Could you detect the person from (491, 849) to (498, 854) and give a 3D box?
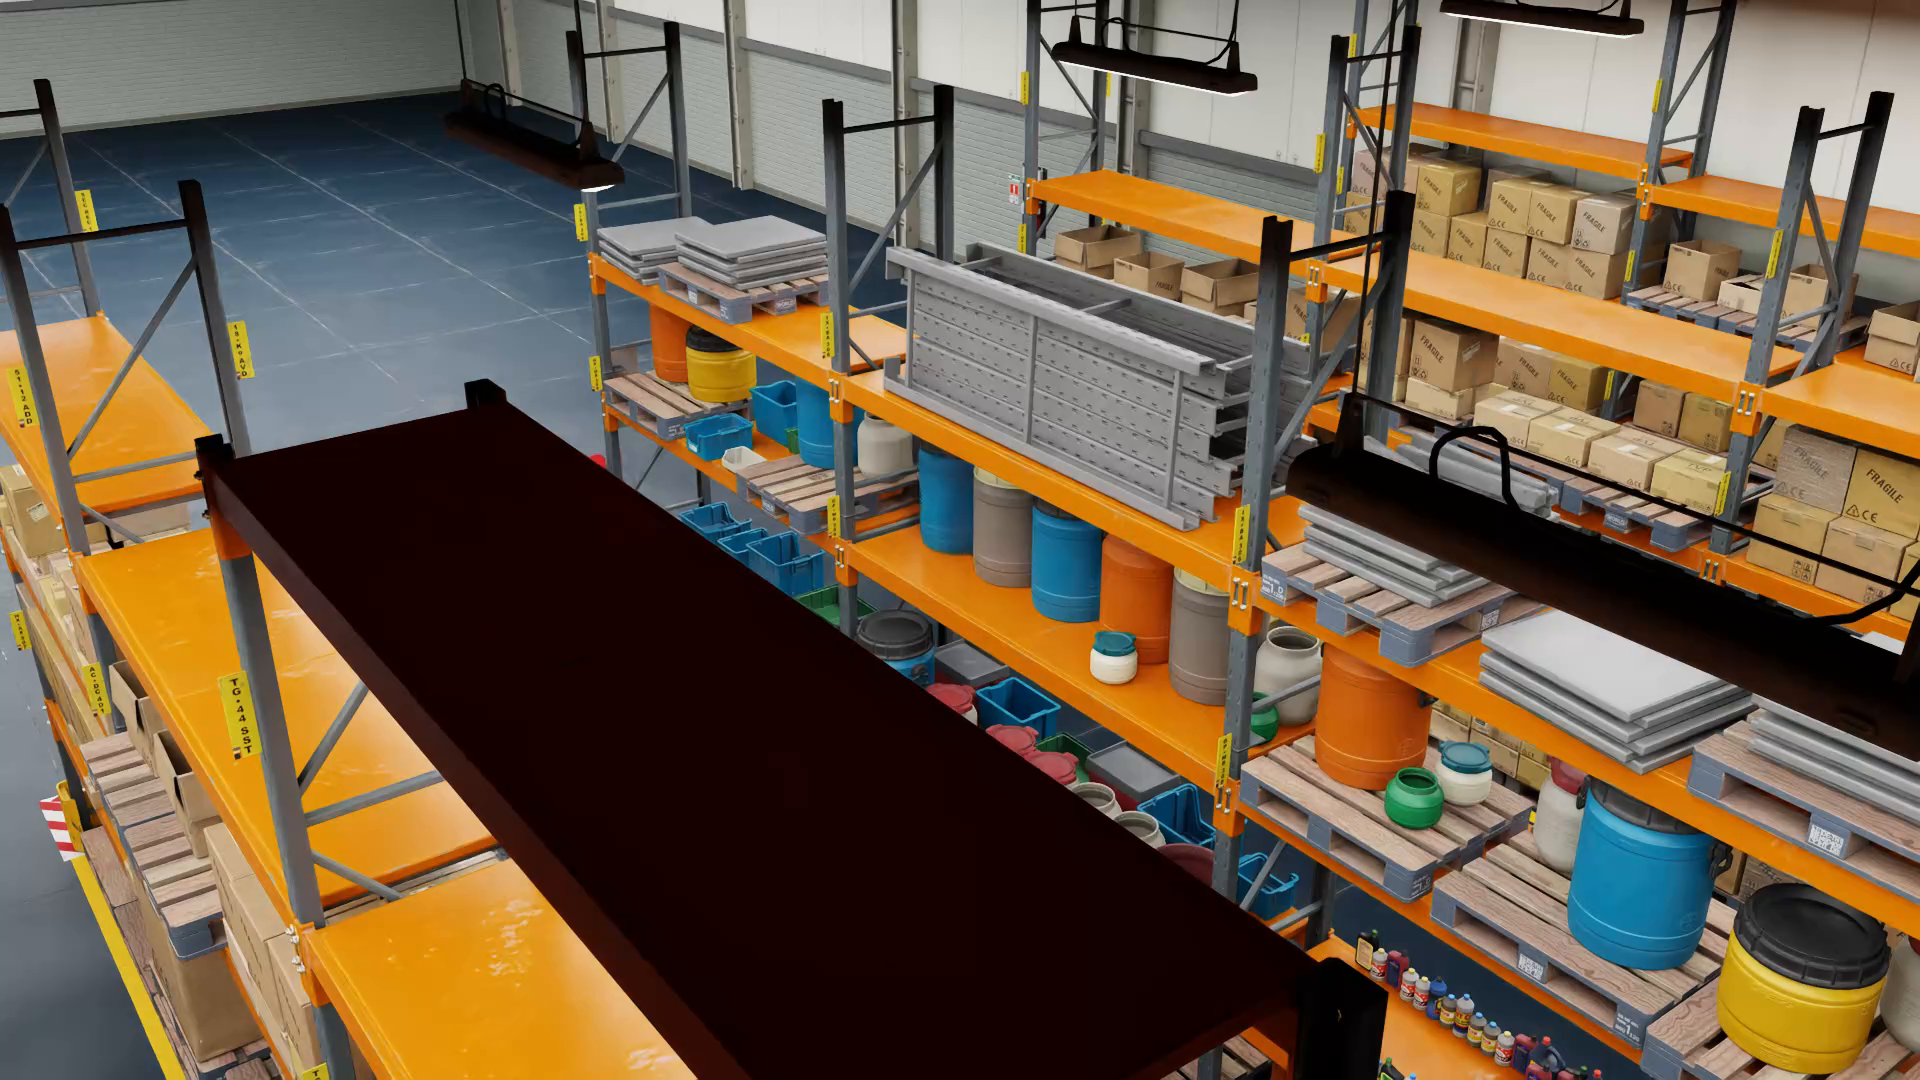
[{"bbox_3d":[-3.914,1.752,12.968,0.542,1.704,0.445,21,32,38],"label":"person"}]
